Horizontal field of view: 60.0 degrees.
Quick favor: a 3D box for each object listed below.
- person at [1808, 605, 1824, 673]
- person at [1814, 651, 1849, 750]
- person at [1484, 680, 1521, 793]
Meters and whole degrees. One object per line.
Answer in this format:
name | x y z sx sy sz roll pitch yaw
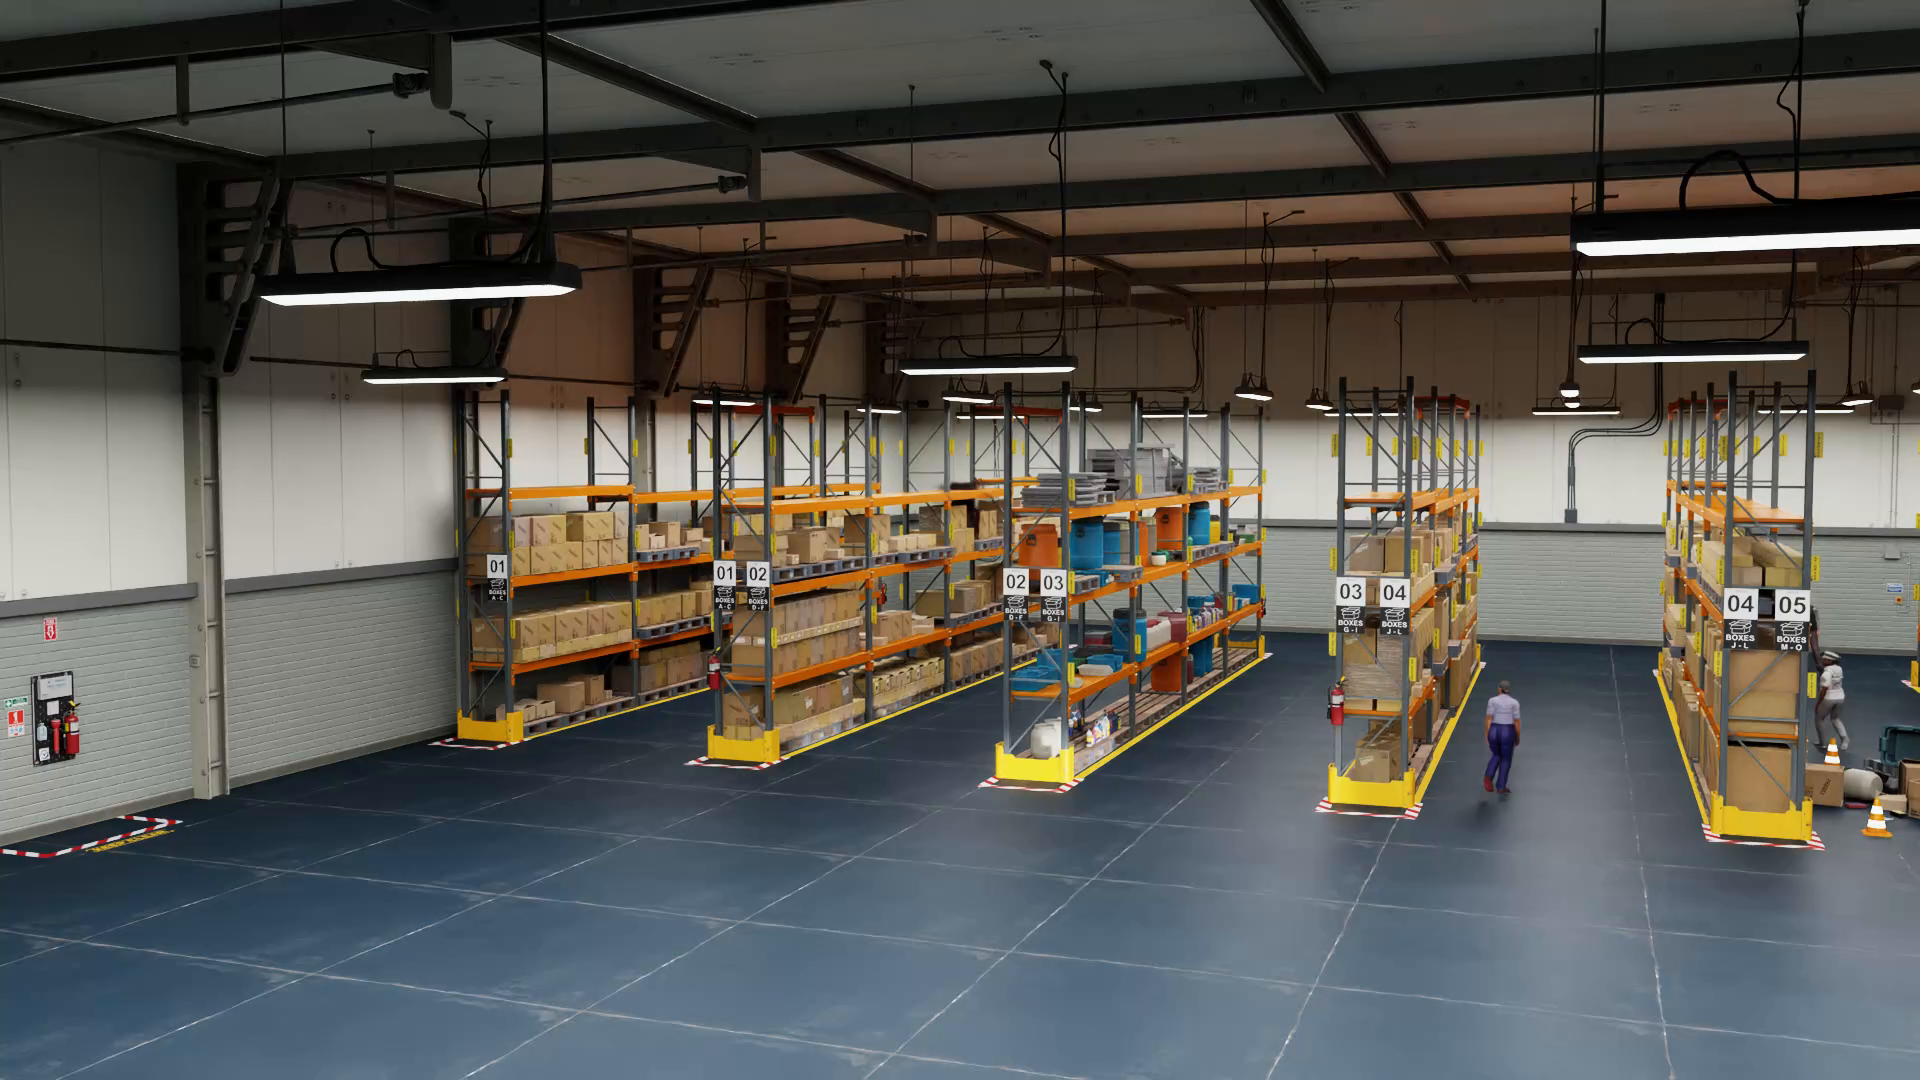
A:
person | 19.038 2.092 37.268 0.701 1.733 0.403 2 4 28
person | 14.482 2.666 27.692 0.526 1.653 0.604 -1 3 -15
person | 7.853 2.845 24.049 0.455 1.650 0.479 -2 4 -38
